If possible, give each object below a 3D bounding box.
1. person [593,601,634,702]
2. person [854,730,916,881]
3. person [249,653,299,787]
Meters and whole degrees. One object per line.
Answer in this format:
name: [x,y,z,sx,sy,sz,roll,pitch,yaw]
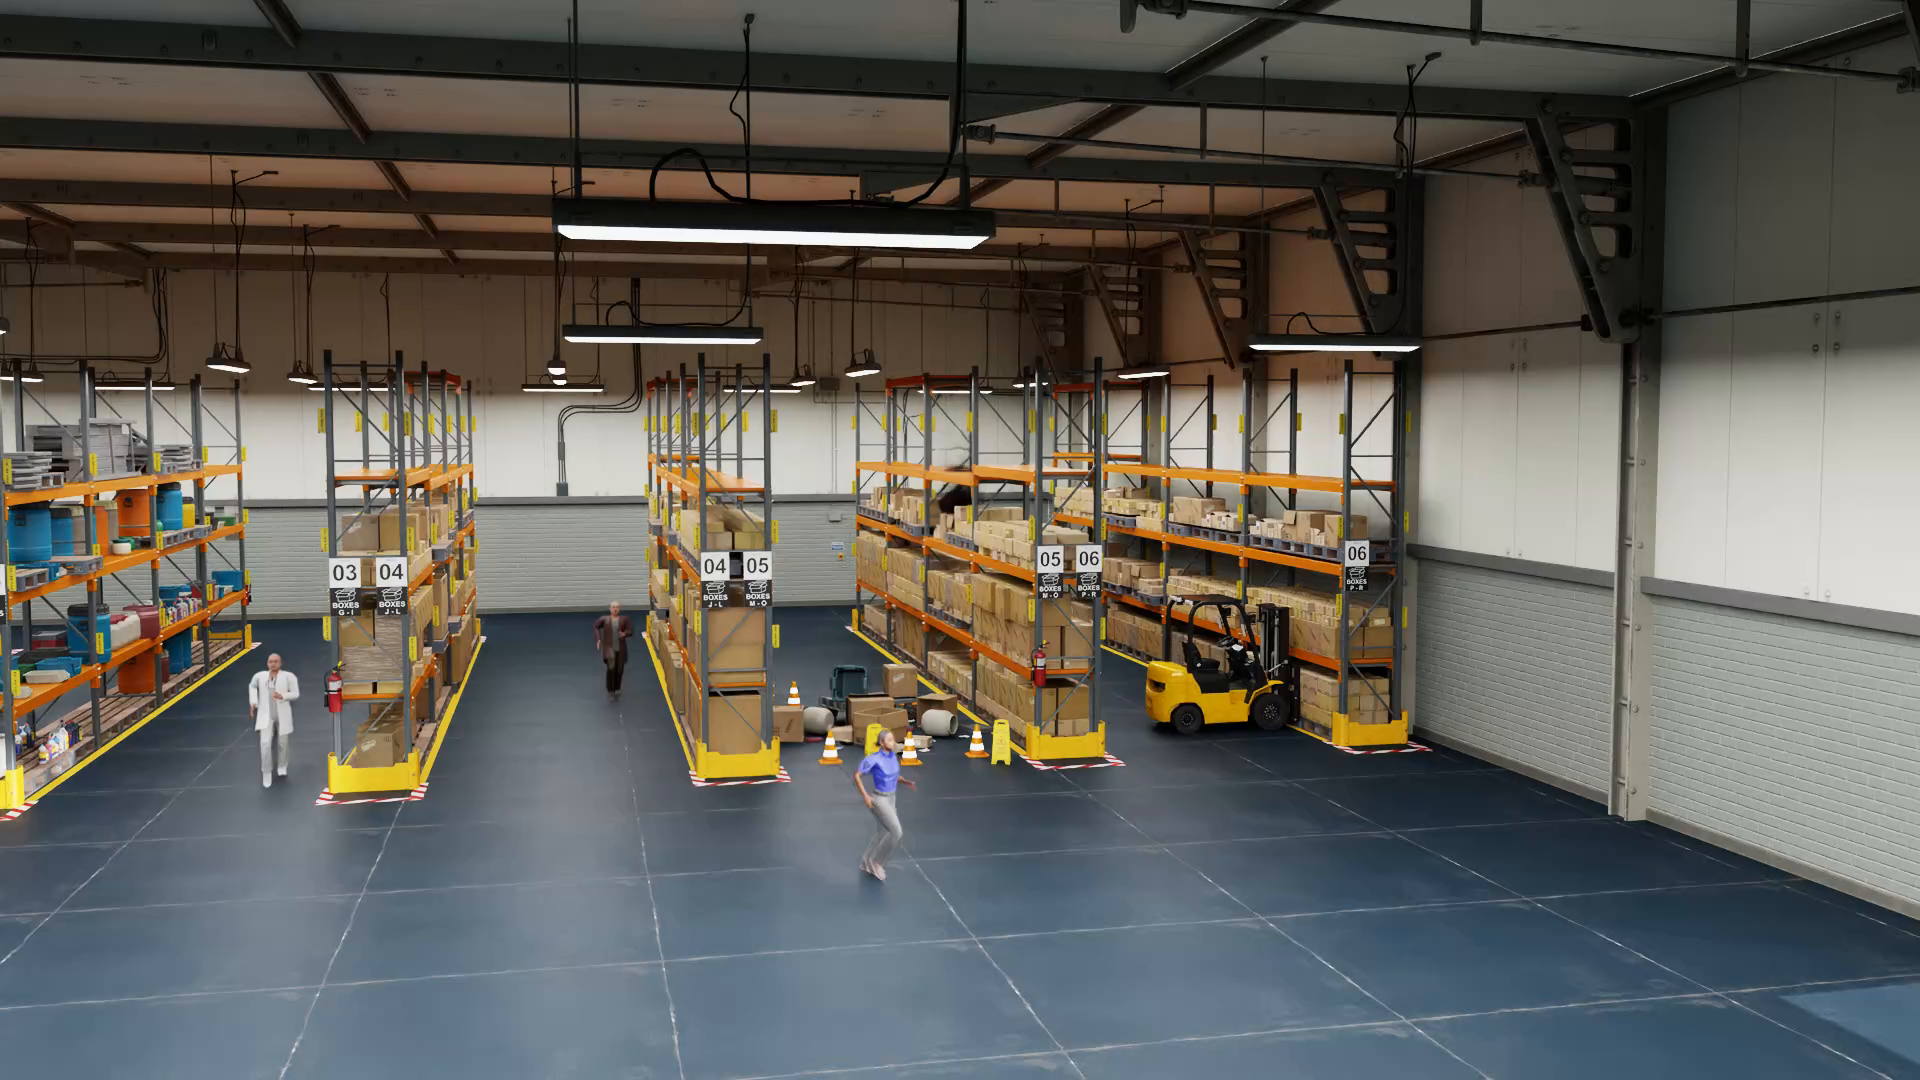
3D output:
person: [-6.260,2.023,30.158,0.671,1.823,0.798,-2,4,-22]
person: [-0.814,2.922,18.339,0.667,1.644,0.575,2,4,25]
person: [-9.576,2.505,23.233,0.670,1.846,0.829,-1,4,-19]
